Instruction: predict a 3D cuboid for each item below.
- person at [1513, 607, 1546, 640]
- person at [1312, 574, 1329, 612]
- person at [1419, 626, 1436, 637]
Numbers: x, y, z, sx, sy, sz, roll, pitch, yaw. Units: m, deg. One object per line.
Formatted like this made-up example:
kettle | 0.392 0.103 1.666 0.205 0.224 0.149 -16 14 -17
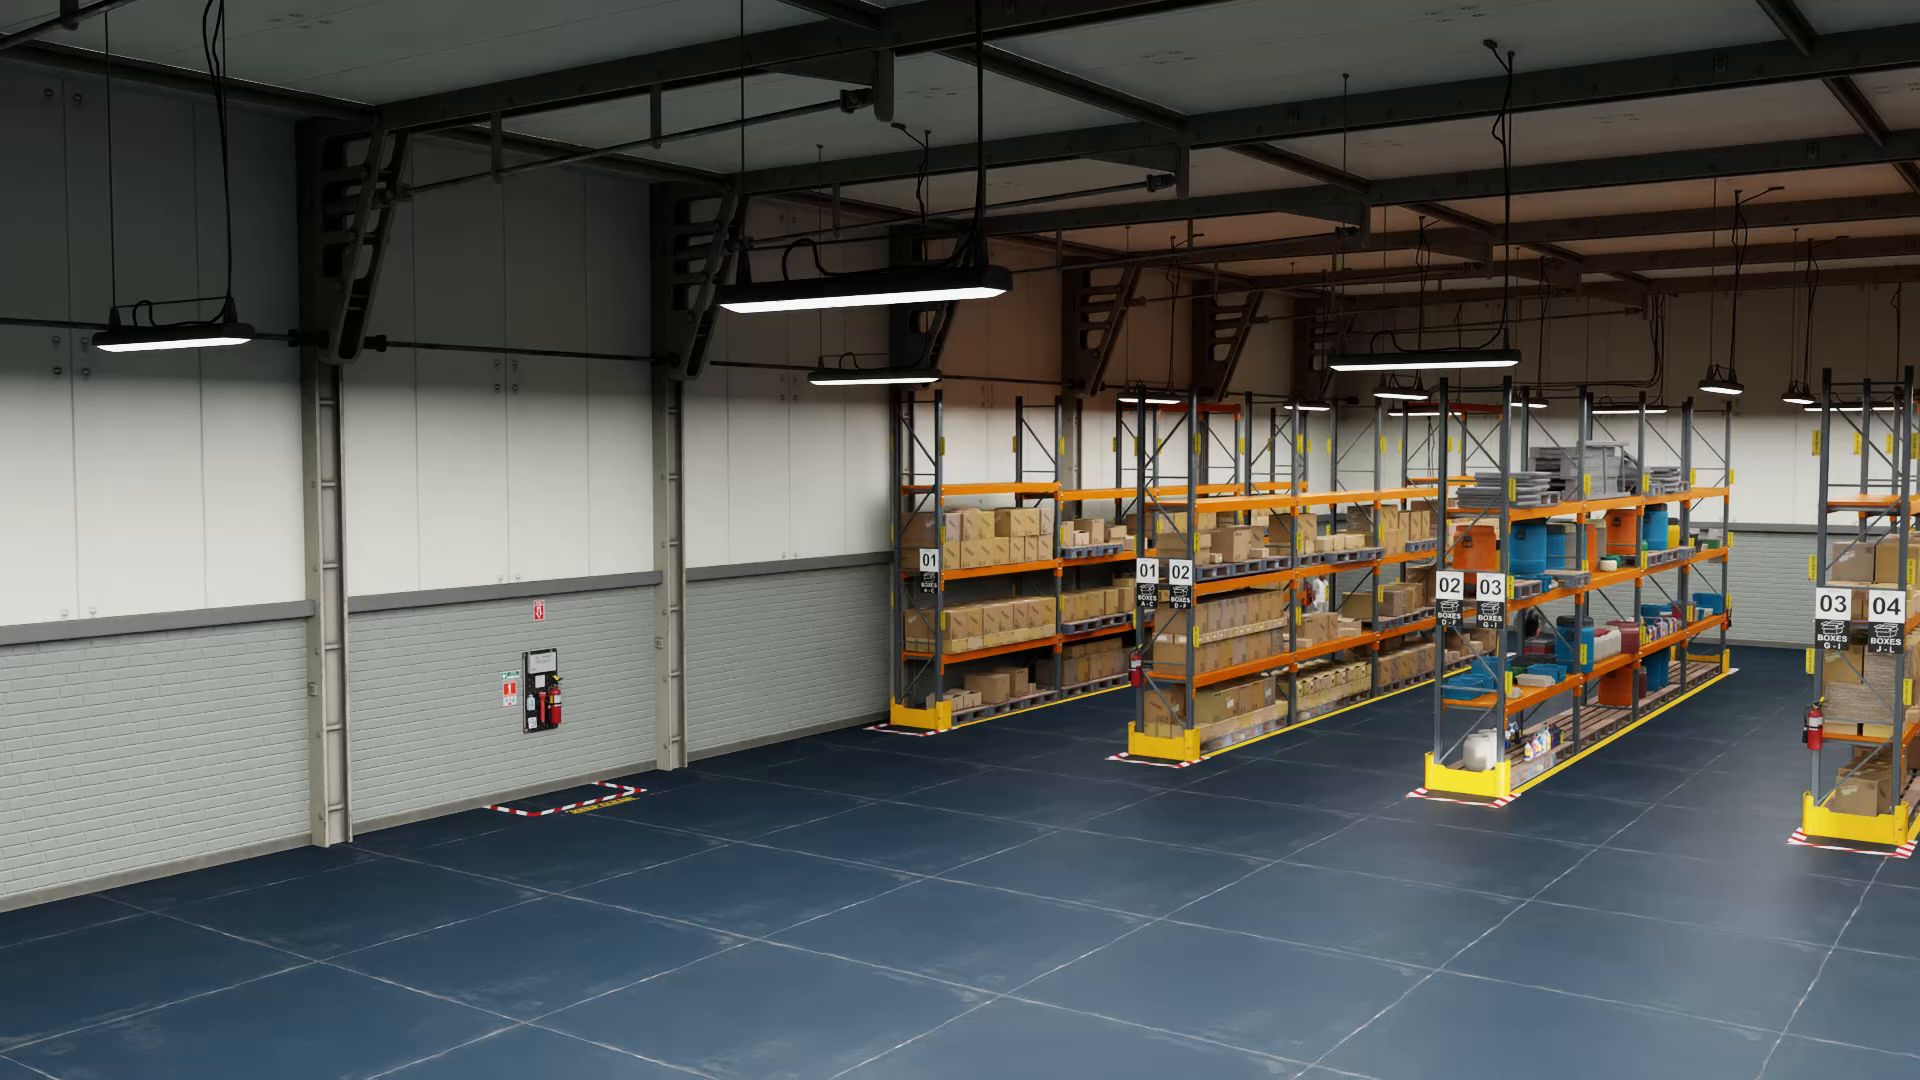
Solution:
person | 12.663 2.109 36.948 0.697 1.631 0.715 3 4 43
person | 9.435 1.637 43.659 0.609 1.780 0.561 -3 4 -43
person | 11.889 1.779 41.770 0.588 1.717 0.640 -2 4 -37
